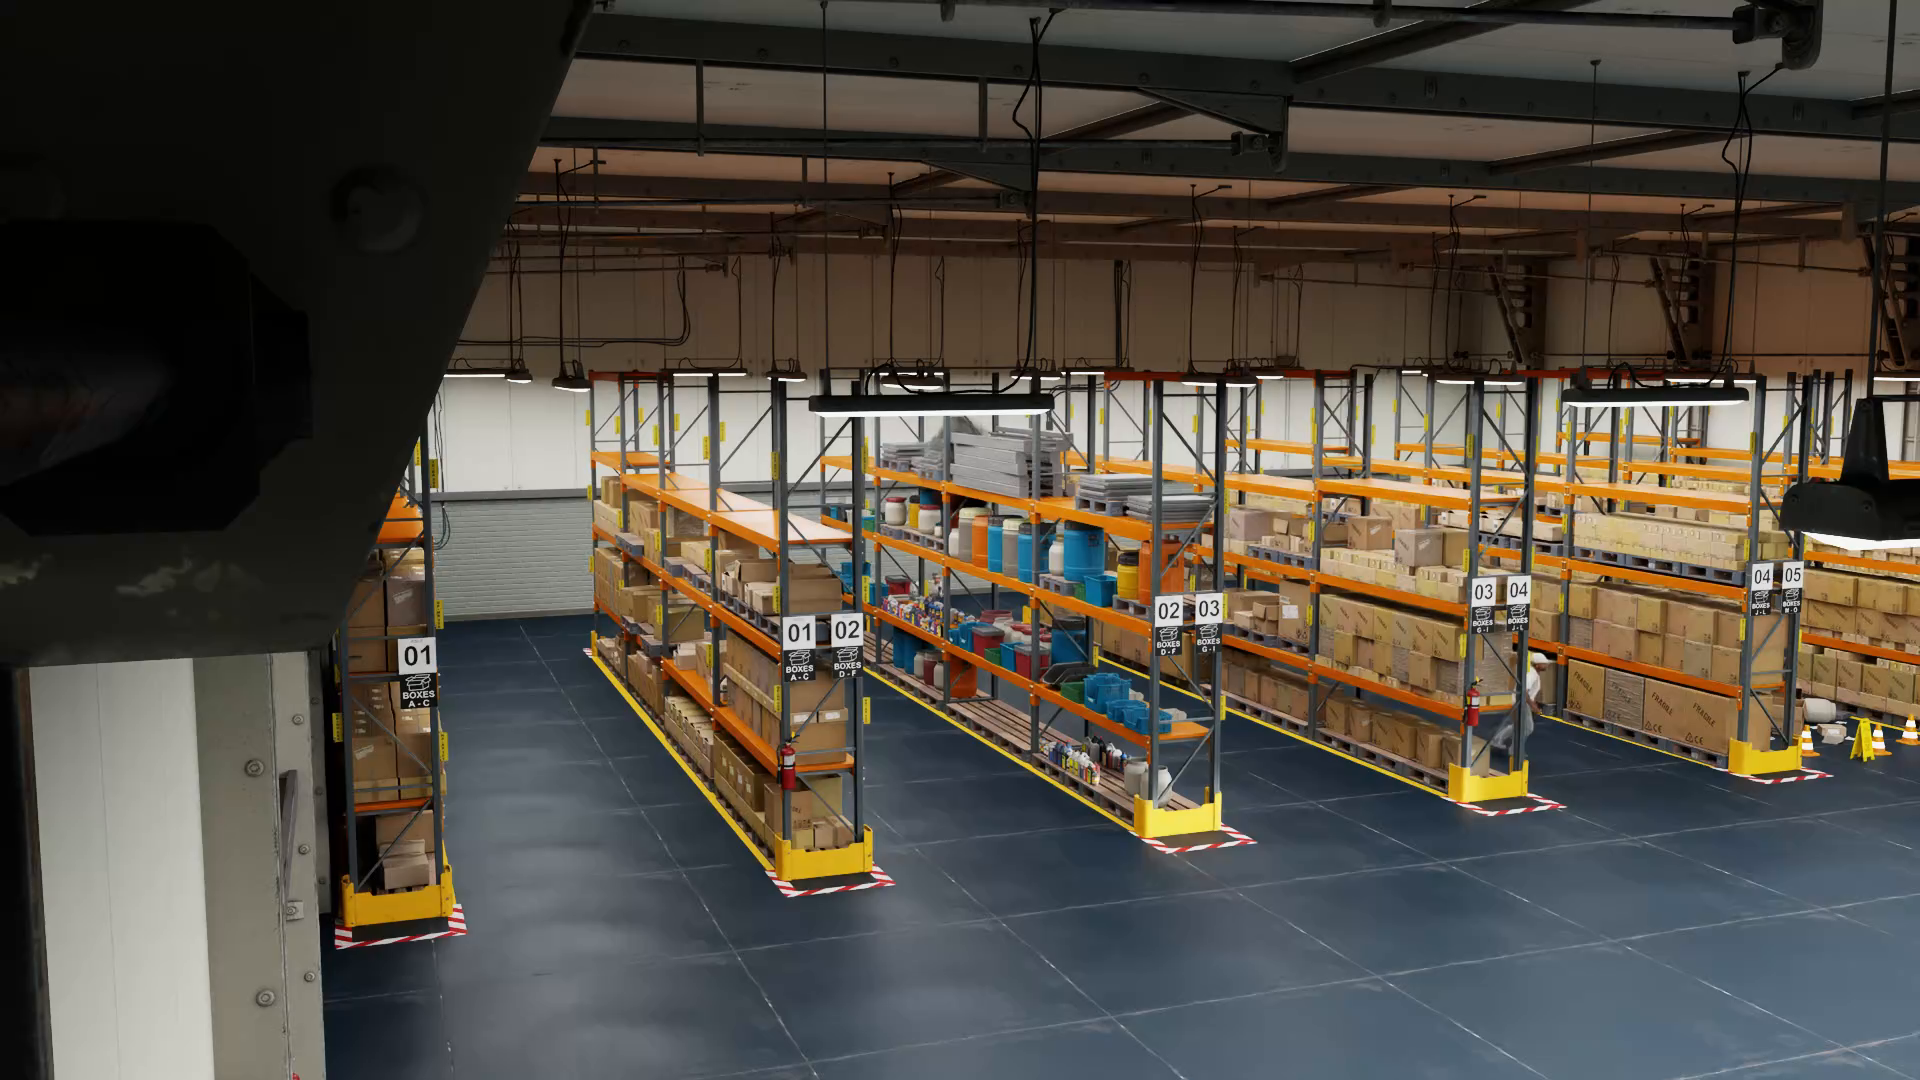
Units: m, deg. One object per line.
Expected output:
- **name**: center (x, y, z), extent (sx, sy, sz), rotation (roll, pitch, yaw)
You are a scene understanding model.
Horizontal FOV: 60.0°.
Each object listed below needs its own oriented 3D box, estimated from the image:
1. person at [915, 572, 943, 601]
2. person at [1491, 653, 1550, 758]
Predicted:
- **person**: center (-0.725, 1.463, 36.913), extent (0.645, 1.594, 0.937), rotation (-6, 9, -42)
- **person**: center (8.793, 2.589, 26.109), extent (0.829, 1.692, 0.667), rotation (2, 7, 18)
